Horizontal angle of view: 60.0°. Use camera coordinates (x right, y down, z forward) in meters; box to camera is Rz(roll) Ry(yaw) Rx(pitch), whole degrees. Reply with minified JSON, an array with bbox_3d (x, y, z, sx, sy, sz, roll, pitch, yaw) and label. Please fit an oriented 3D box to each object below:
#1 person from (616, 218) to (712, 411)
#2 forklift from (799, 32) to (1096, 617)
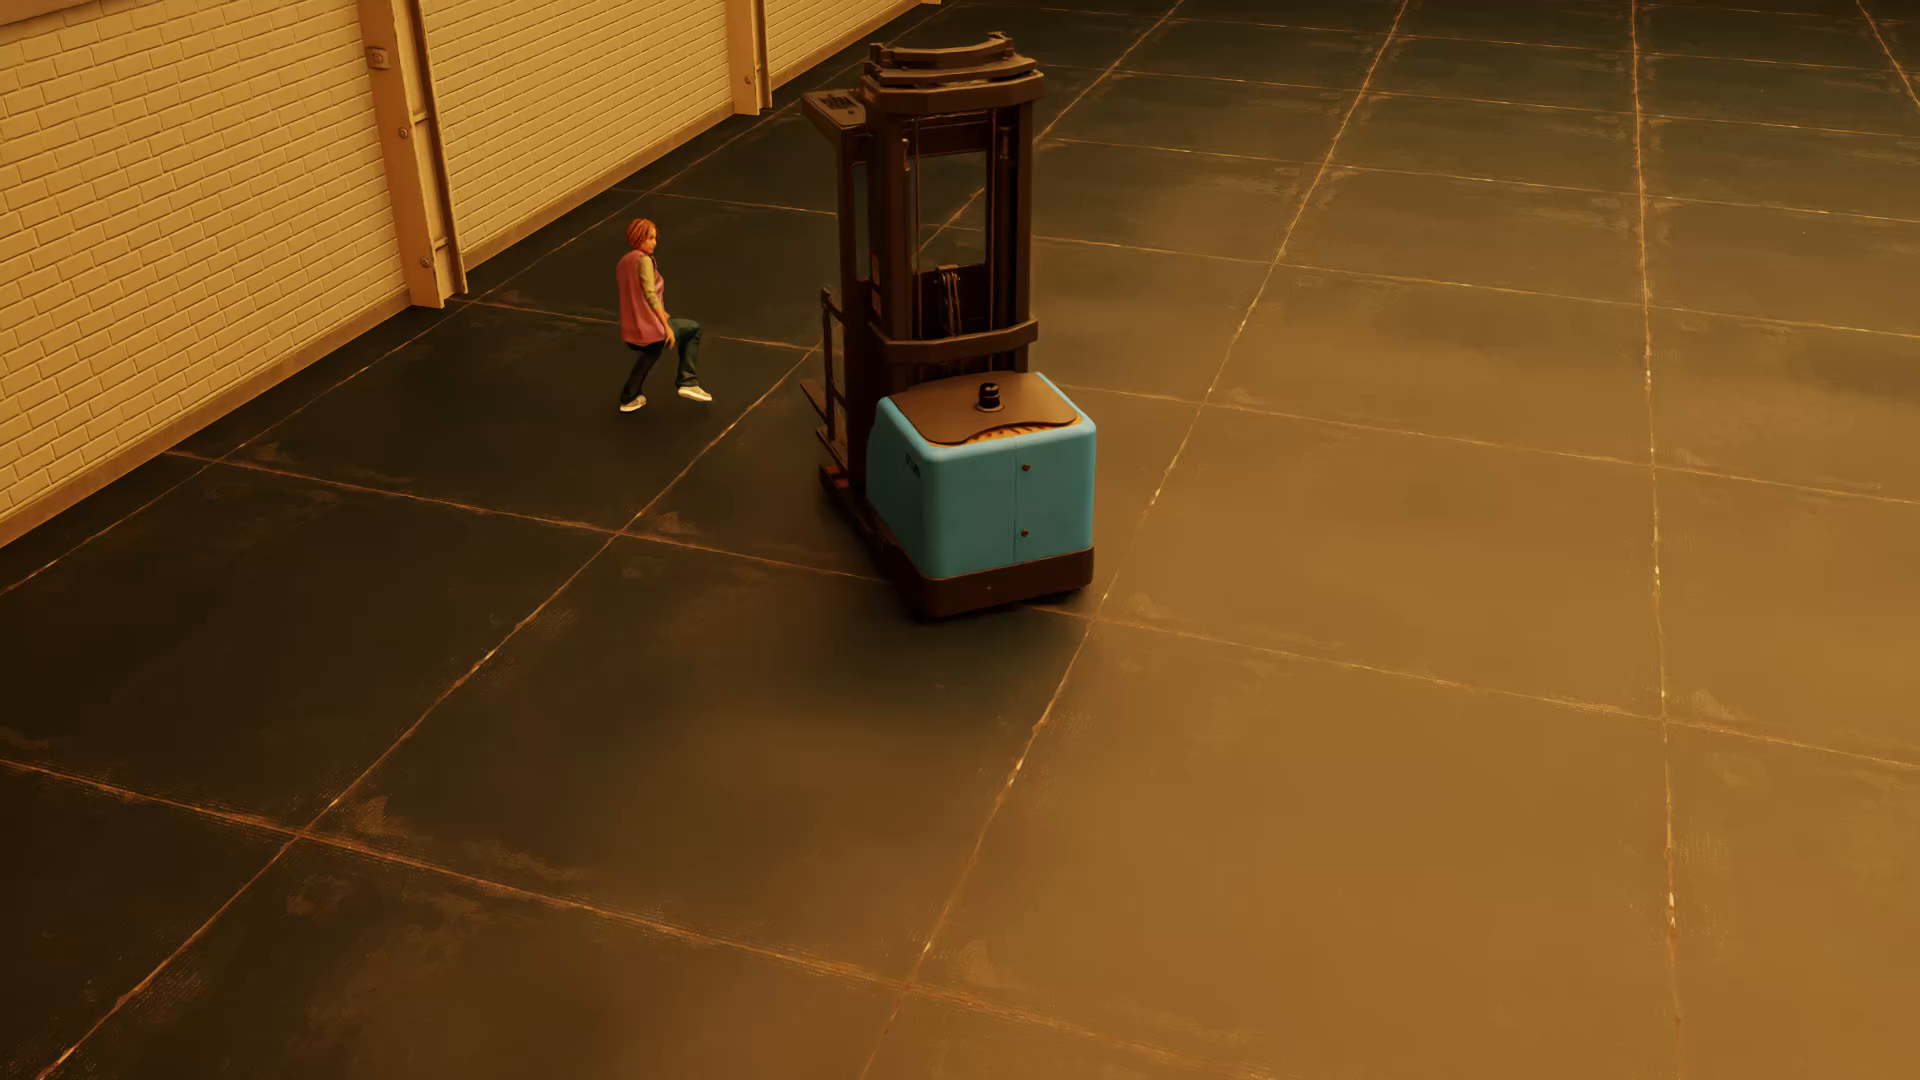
[{"bbox_3d":[-2.059,-1.495,11.381,0.659,1.366,0.621,18,34,29],"label":"person"},{"bbox_3d":[-0.251,-1.562,9.877,1.130,2.935,3.031,-11,32,-19],"label":"forklift"}]
